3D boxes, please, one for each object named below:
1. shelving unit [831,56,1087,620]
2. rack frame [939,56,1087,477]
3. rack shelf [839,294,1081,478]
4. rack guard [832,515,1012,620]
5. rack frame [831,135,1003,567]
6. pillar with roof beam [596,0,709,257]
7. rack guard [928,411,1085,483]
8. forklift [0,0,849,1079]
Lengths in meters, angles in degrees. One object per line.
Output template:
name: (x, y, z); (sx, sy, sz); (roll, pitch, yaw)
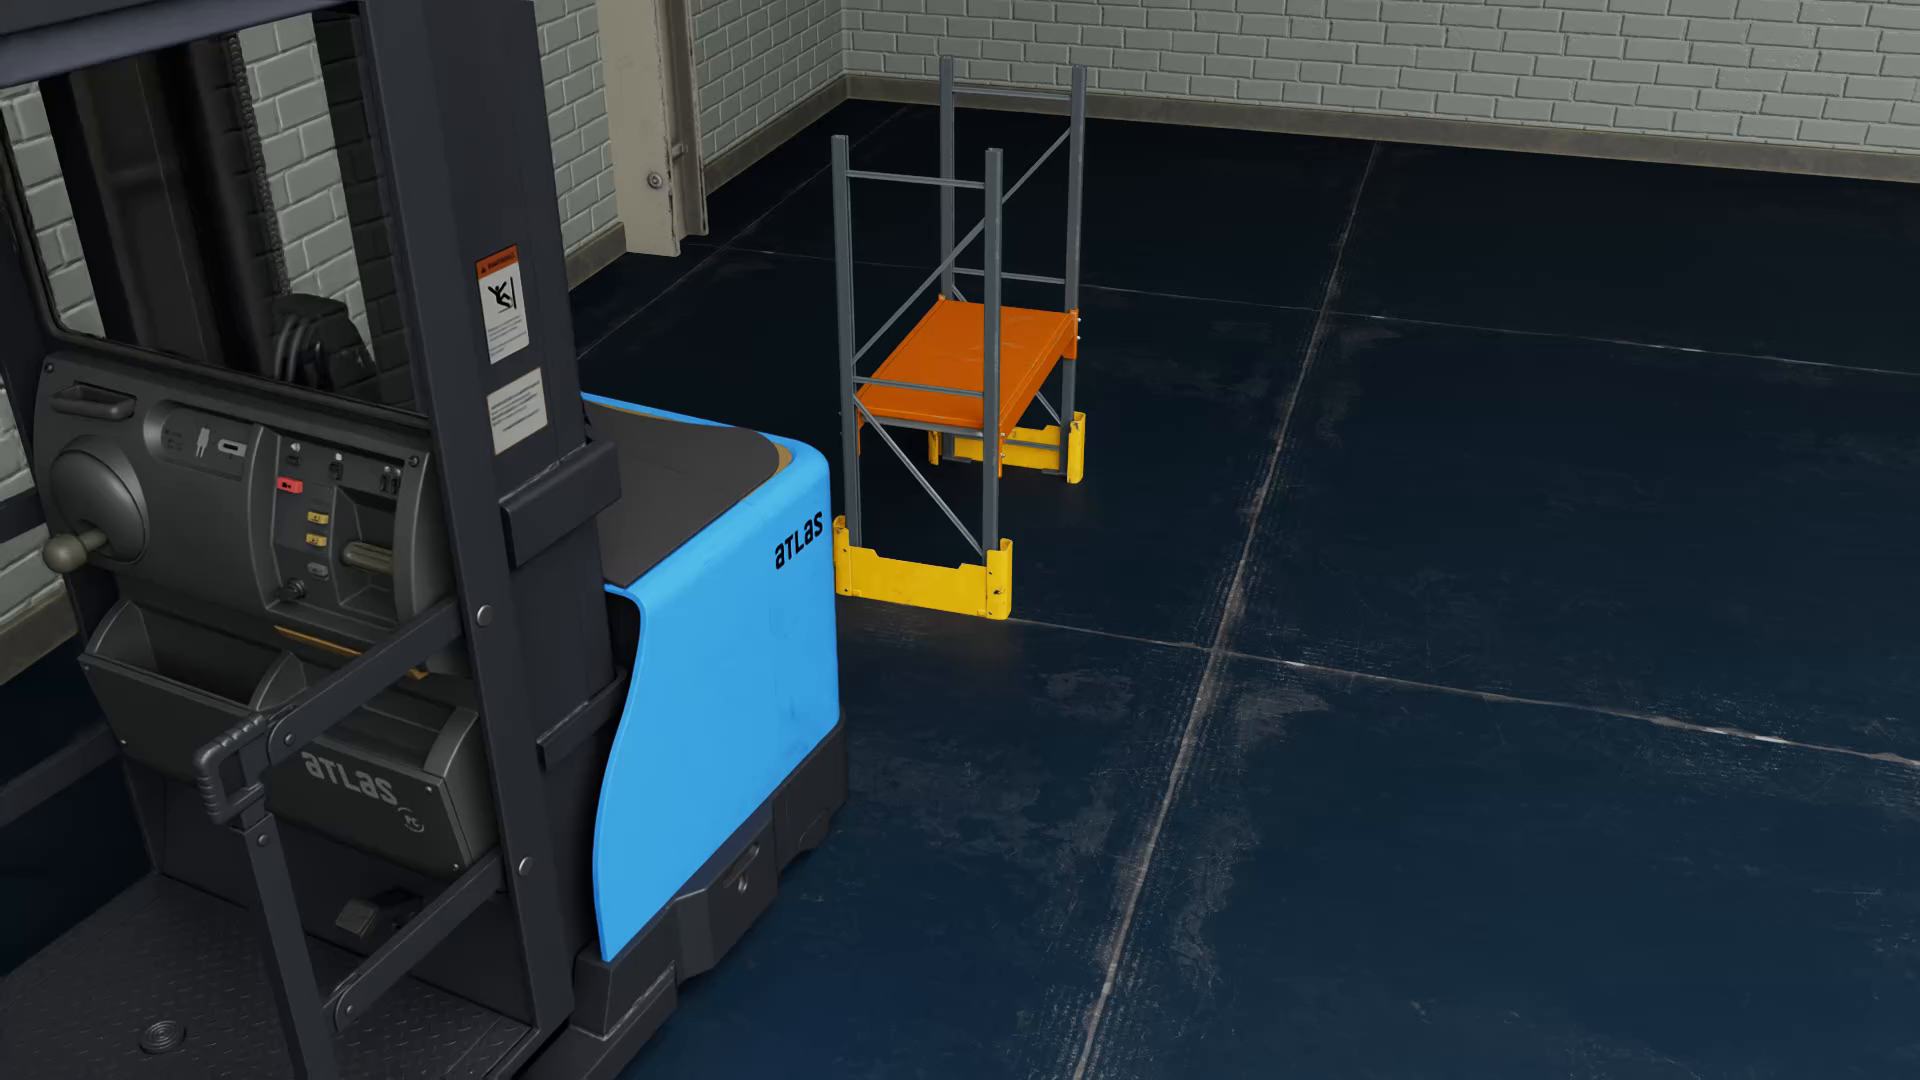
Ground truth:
shelving unit: (0.022, -0.691, 5.449); (0.587, 1.500, 1.083); (8, 30, 15)
rack frame: (0.174, -0.931, 5.881); (0.500, 1.500, 0.032); (8, 30, 15)
rack shelf: (0.025, -0.538, 5.544); (0.538, 0.185, 1.000); (8, 30, 15)
rack guard: (-0.124, 0.087, 5.337); (0.587, 0.250, 0.087); (8, 30, 15)
rack frame: (-0.124, -0.459, 5.032); (0.500, 1.500, 0.032); (8, 30, 15)
pillar with roof beam: (2.611, -4.843, 5.199); (9.100, 9.000, 0.400); (8, 30, 15)
rack guard: (0.169, -0.376, 6.169); (0.587, 0.250, 0.087); (8, 30, 15)
forklift: (-1.401, -0.029, 2.788); (1.130, 2.935, 3.031); (14, 32, 23)
